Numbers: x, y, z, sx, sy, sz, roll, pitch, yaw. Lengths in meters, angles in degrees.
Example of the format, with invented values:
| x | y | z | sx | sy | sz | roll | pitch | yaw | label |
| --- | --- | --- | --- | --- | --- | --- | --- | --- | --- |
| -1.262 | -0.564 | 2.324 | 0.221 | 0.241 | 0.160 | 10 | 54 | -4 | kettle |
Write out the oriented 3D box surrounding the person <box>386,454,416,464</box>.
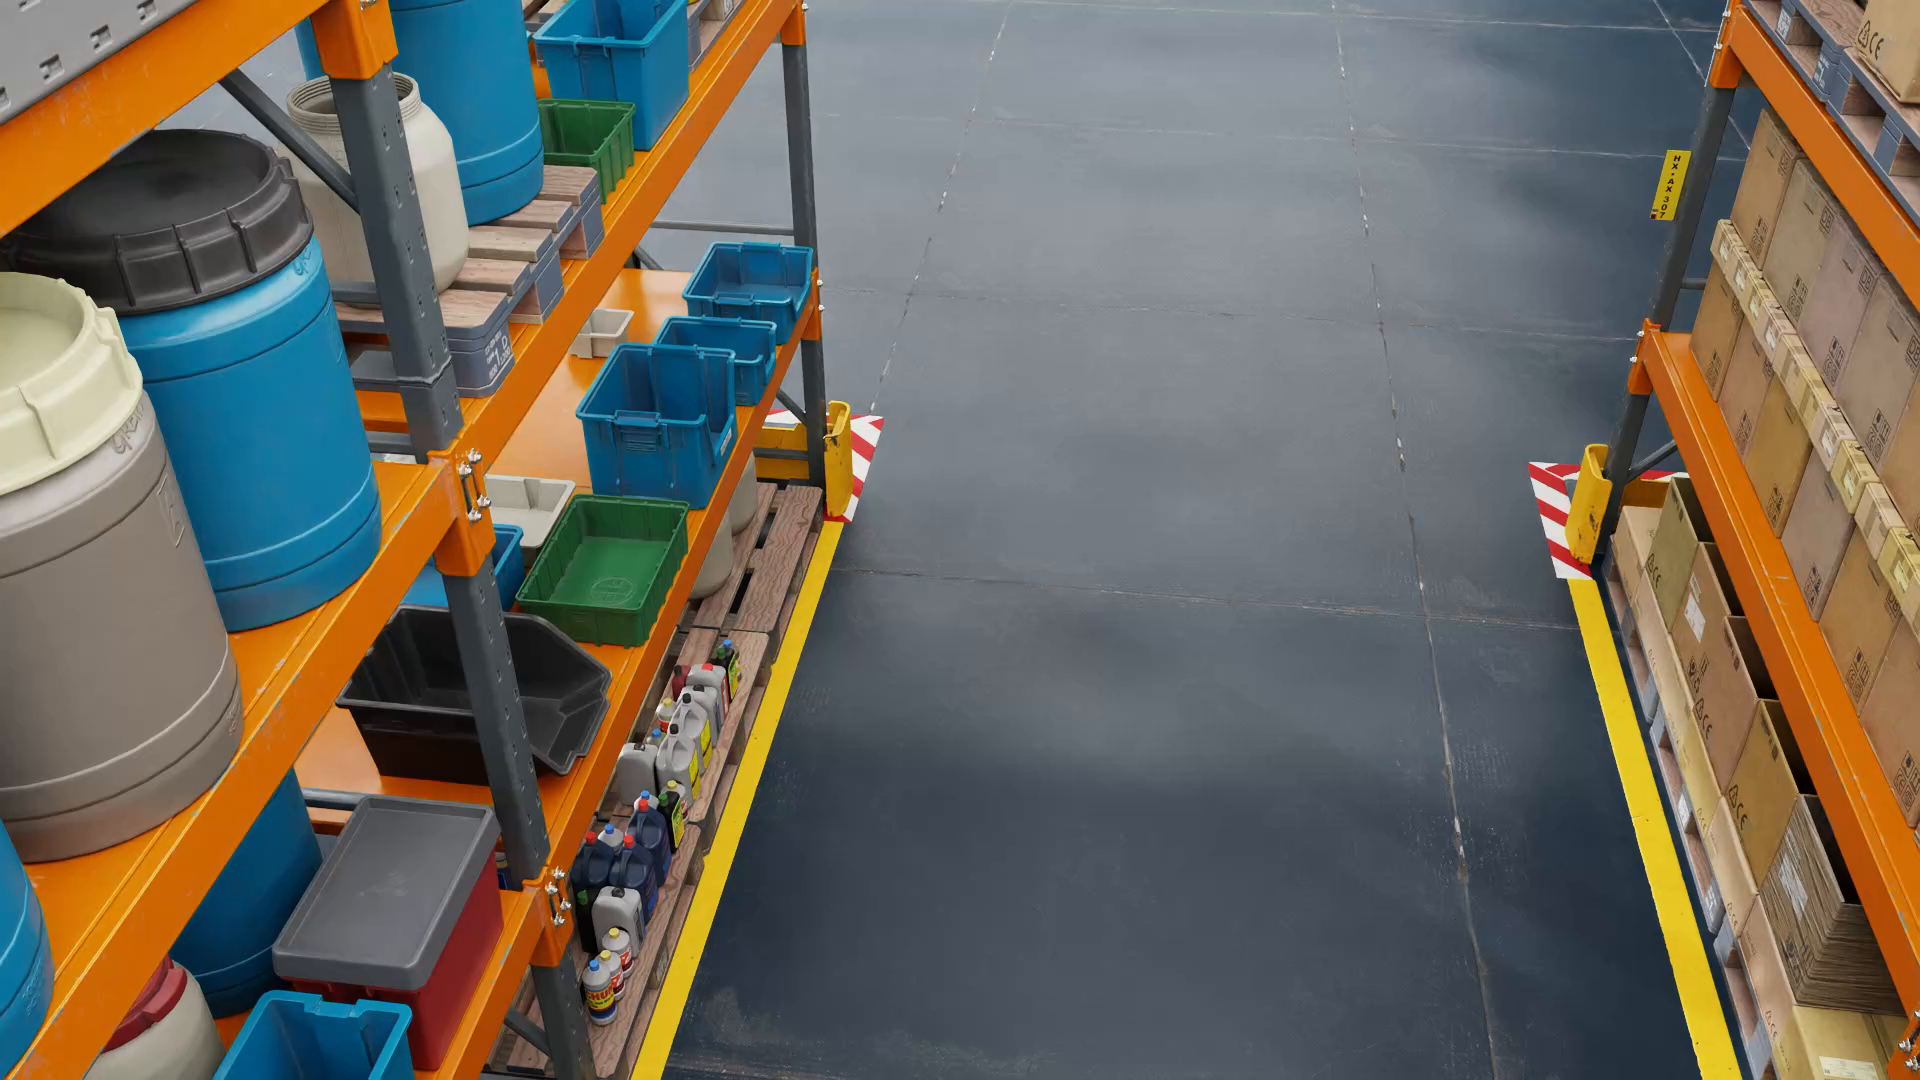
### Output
| x | y | z | sx | sy | sz | roll | pitch | yaw | label |
| --- | --- | --- | --- | --- | --- | --- | --- | --- | --- |
| -2.562 | -0.390 | 8.302 | 0.592 | 0.965 | 0.930 | -15 | 38 | -20 | person |
